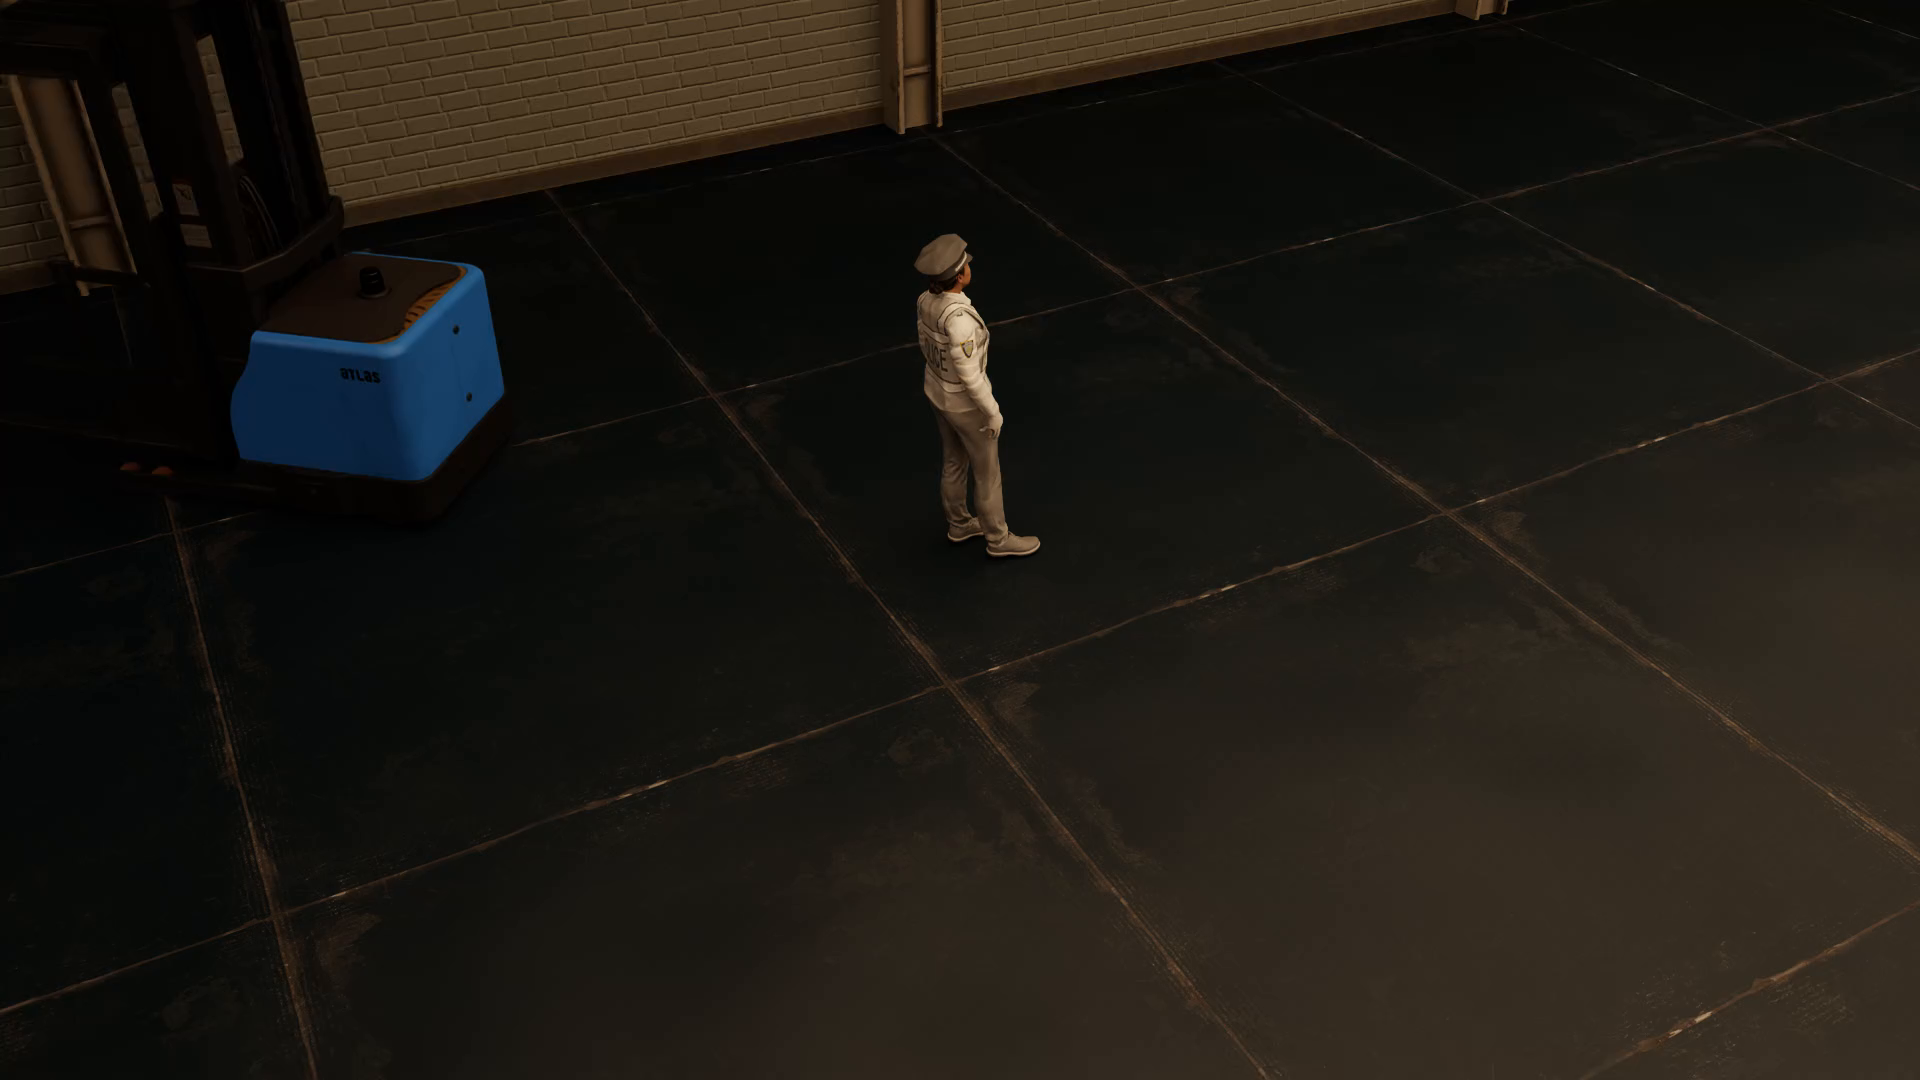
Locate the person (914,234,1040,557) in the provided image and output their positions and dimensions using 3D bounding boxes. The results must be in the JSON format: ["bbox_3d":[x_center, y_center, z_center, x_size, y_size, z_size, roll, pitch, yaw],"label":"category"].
[{"bbox_3d":[0.064,-0.713,8.190,0.531,1.694,0.586,-17,39,-23],"label":"person"}]

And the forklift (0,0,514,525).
[{"bbox_3d":[-4.100,-1.714,8.548,3.031,2.935,1.130,8,36,11],"label":"forklift"}]
